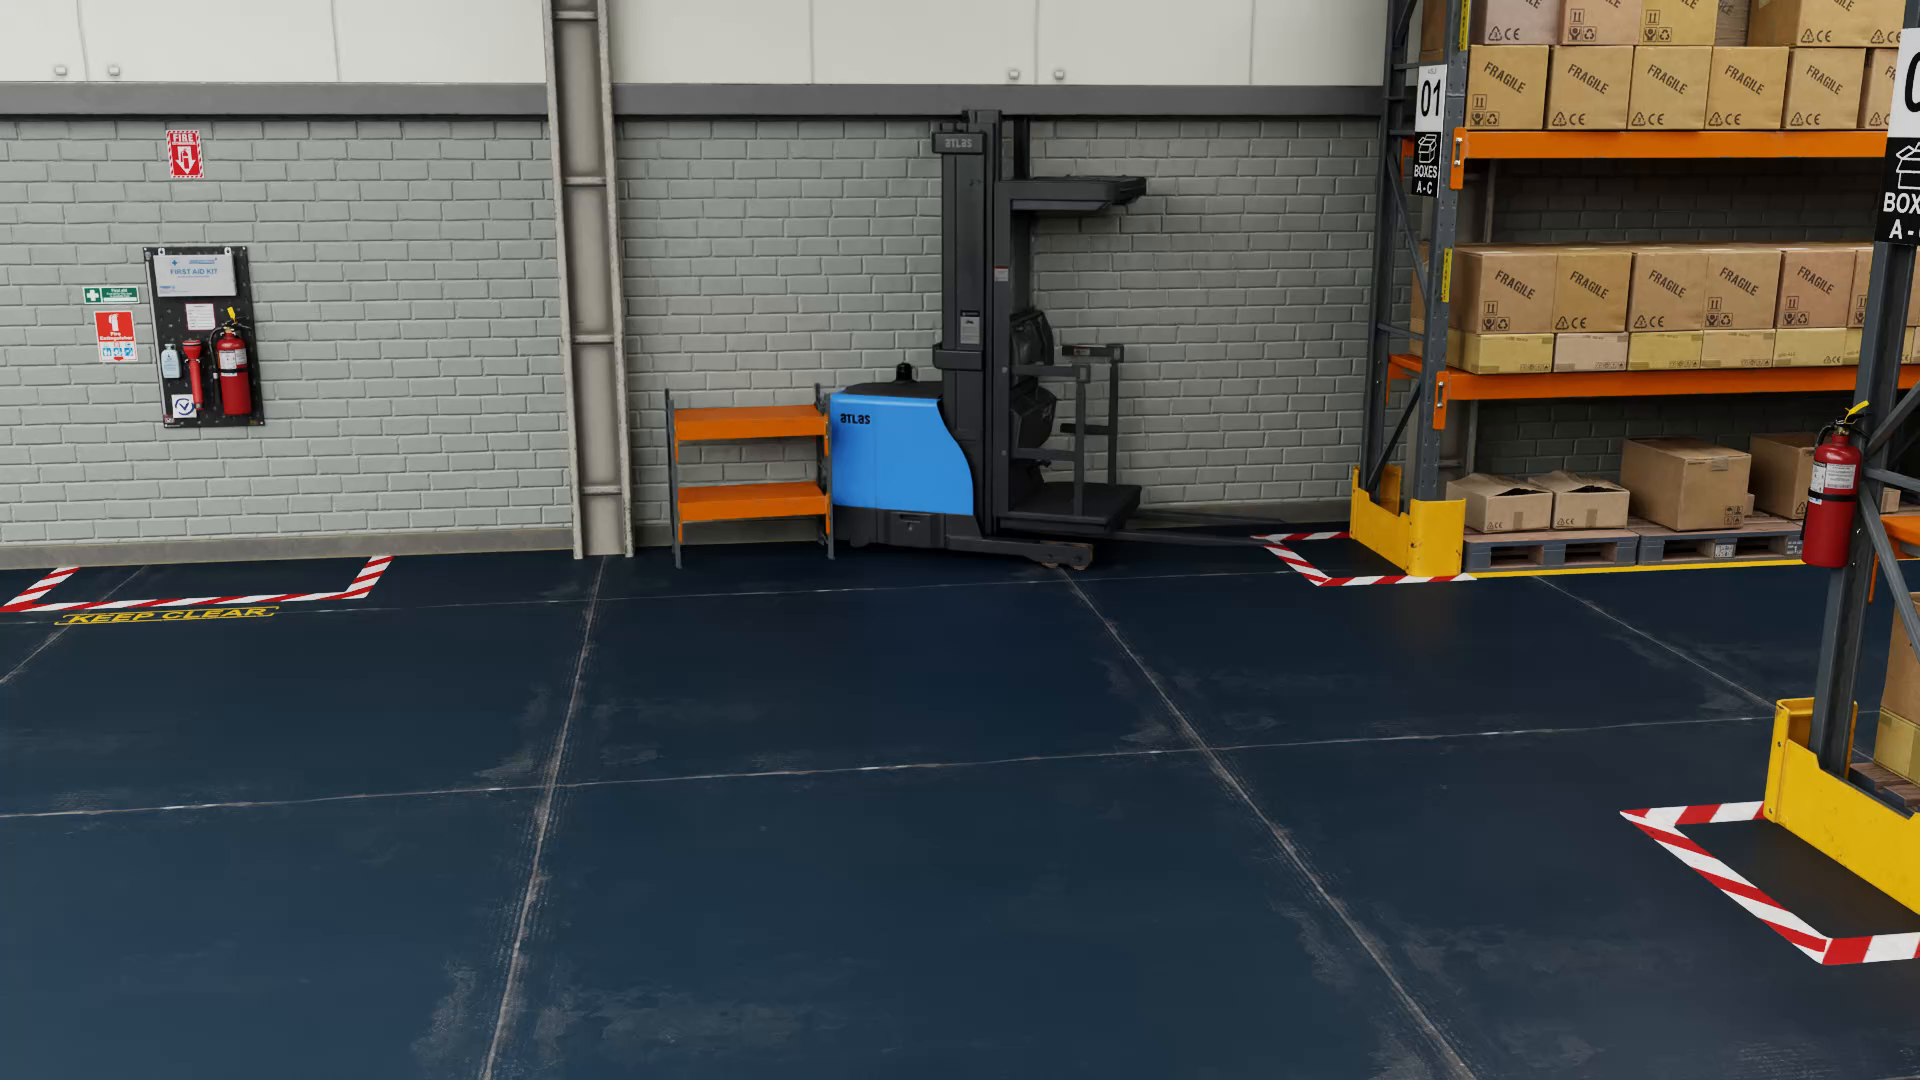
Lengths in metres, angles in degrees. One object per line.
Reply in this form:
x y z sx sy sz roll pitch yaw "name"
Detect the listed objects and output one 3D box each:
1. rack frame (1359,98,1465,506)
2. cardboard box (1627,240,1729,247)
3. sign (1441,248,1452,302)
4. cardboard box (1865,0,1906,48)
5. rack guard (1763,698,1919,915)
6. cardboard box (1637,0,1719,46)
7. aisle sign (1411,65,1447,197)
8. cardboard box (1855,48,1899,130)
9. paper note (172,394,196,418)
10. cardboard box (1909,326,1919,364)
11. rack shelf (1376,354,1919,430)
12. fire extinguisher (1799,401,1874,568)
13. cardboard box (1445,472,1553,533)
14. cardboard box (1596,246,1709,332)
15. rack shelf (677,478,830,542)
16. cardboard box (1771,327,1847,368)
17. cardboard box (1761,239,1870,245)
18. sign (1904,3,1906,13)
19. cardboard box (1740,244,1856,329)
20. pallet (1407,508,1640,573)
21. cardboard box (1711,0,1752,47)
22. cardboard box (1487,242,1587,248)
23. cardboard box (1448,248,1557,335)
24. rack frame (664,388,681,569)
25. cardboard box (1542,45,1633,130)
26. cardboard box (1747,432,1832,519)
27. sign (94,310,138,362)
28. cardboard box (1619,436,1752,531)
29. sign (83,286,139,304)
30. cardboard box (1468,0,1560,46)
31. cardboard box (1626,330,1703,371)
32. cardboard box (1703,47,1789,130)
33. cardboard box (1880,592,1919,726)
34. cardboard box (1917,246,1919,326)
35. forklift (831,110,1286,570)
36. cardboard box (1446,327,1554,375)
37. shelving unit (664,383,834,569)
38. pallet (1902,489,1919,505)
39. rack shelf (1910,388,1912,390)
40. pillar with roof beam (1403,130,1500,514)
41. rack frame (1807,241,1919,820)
2.941 -1.355 10.959 0.127 3.000 1.000 -2 14 -8 "rack frame"
4.883 -1.778 11.370 0.500 0.500 0.500 -2 14 -8 "cardboard box"
3.022 -1.644 10.333 0.005 0.325 0.100 -2 14 -8 "sign"
5.898 -3.392 10.614 0.500 0.500 0.500 -1 14 -5 "cardboard box"
3.659 1.050 6.509 0.348 0.500 1.175 -2 14 -8 "rack guard"
4.367 -3.336 10.389 0.500 0.500 0.500 -2 14 -7 "cardboard box"
2.914 -2.541 10.344 0.004 0.787 0.394 -2 14 -8 "aisle sign"
5.932 -2.920 10.786 0.500 0.500 0.500 -3 14 -13 "cardboard box"
-5.063 -0.874 10.850 0.142 0.148 0.016 -2 14 -8 "paper note"
6.473 -1.347 11.193 0.500 0.250 0.500 -2 14 -8 "cardboard box"
4.919 -1.079 11.335 4.000 0.370 1.077 -2 14 -8 "rack shelf"
3.497 -0.234 6.646 0.183 0.674 0.296 -2 14 -8 "fire extinguisher"
3.639 -0.268 11.246 0.500 0.311 0.500 -4 15 -15 "cardboard box"
4.460 -1.634 10.795 0.500 0.500 0.500 -3 14 -10 "cardboard box"
-1.417 -0.207 11.240 1.000 0.278 0.538 -3 14 -13 "rack shelf"
5.484 -1.309 11.042 0.500 0.250 0.500 -2 14 -9 "cardboard box"
5.888 -1.816 11.523 0.500 0.500 0.500 -2 14 -9 "cardboard box"
3.616 -2.141 6.268 0.005 0.325 0.100 -2 14 -8 "sign"
5.483 -1.674 10.956 0.500 0.500 0.500 -3 14 -10 "cardboard box"
3.825 -0.026 11.393 1.213 0.211 1.003 -2 14 -8 "pallet"
4.855 -3.483 10.976 0.500 0.500 0.500 -2 14 -8 "cardboard box"
3.875 -1.740 11.219 0.500 0.500 0.500 -2 14 -8 "cardboard box"
3.458 -1.601 10.664 0.500 0.500 0.500 -2 14 -8 "cardboard box"
-1.912 -0.416 11.067 0.032 1.125 0.500 -3 14 -13 "rack frame"
3.845 -2.831 10.431 0.500 0.500 0.500 -1 14 -5 "cardboard box"
5.876 -0.454 11.599 0.500 0.500 0.500 -3 14 -13 "cardboard box"
-5.440 -1.313 10.717 0.234 0.329 0.001 -2 14 -8 "sign"
4.935 -0.395 11.363 0.500 0.500 0.700 -3 14 -12 "cardboard box"
-5.434 -1.568 10.644 0.331 0.109 0.001 -2 14 -8 "sign"
3.358 -3.309 10.281 0.500 0.500 0.500 -3 14 -12 "cardboard box"
4.487 -1.273 10.897 0.500 0.250 0.500 -2 14 -9 "cardboard box"
4.885 -2.875 10.608 0.500 0.500 0.500 -1 14 -5 "cardboard box"
4.169 0.512 6.763 0.500 0.500 0.500 -2 14 -8 "cardboard box"
6.475 -1.709 11.097 0.500 0.500 0.500 -2 14 -8 "cardboard box"
0.673 -1.369 11.157 3.031 2.935 1.130 4 15 17 "forklift"
3.471 -1.233 10.741 0.500 0.250 0.500 -3 14 -10 "cardboard box"
-1.417 -0.444 11.181 1.048 1.125 0.538 -3 14 -13 "shelving unit"
7.666 -0.176 11.990 1.213 0.211 1.003 -2 14 -8 "pallet"
8.874 -1.224 11.913 4.000 0.370 1.077 -2 14 -8 "rack shelf"
4.146 -3.463 7.031 0.400 9.000 9.100 -2 14 -8 "pillar with roof beam"
3.683 -0.164 6.208 0.127 3.000 1.000 -2 14 -8 "rack frame"
